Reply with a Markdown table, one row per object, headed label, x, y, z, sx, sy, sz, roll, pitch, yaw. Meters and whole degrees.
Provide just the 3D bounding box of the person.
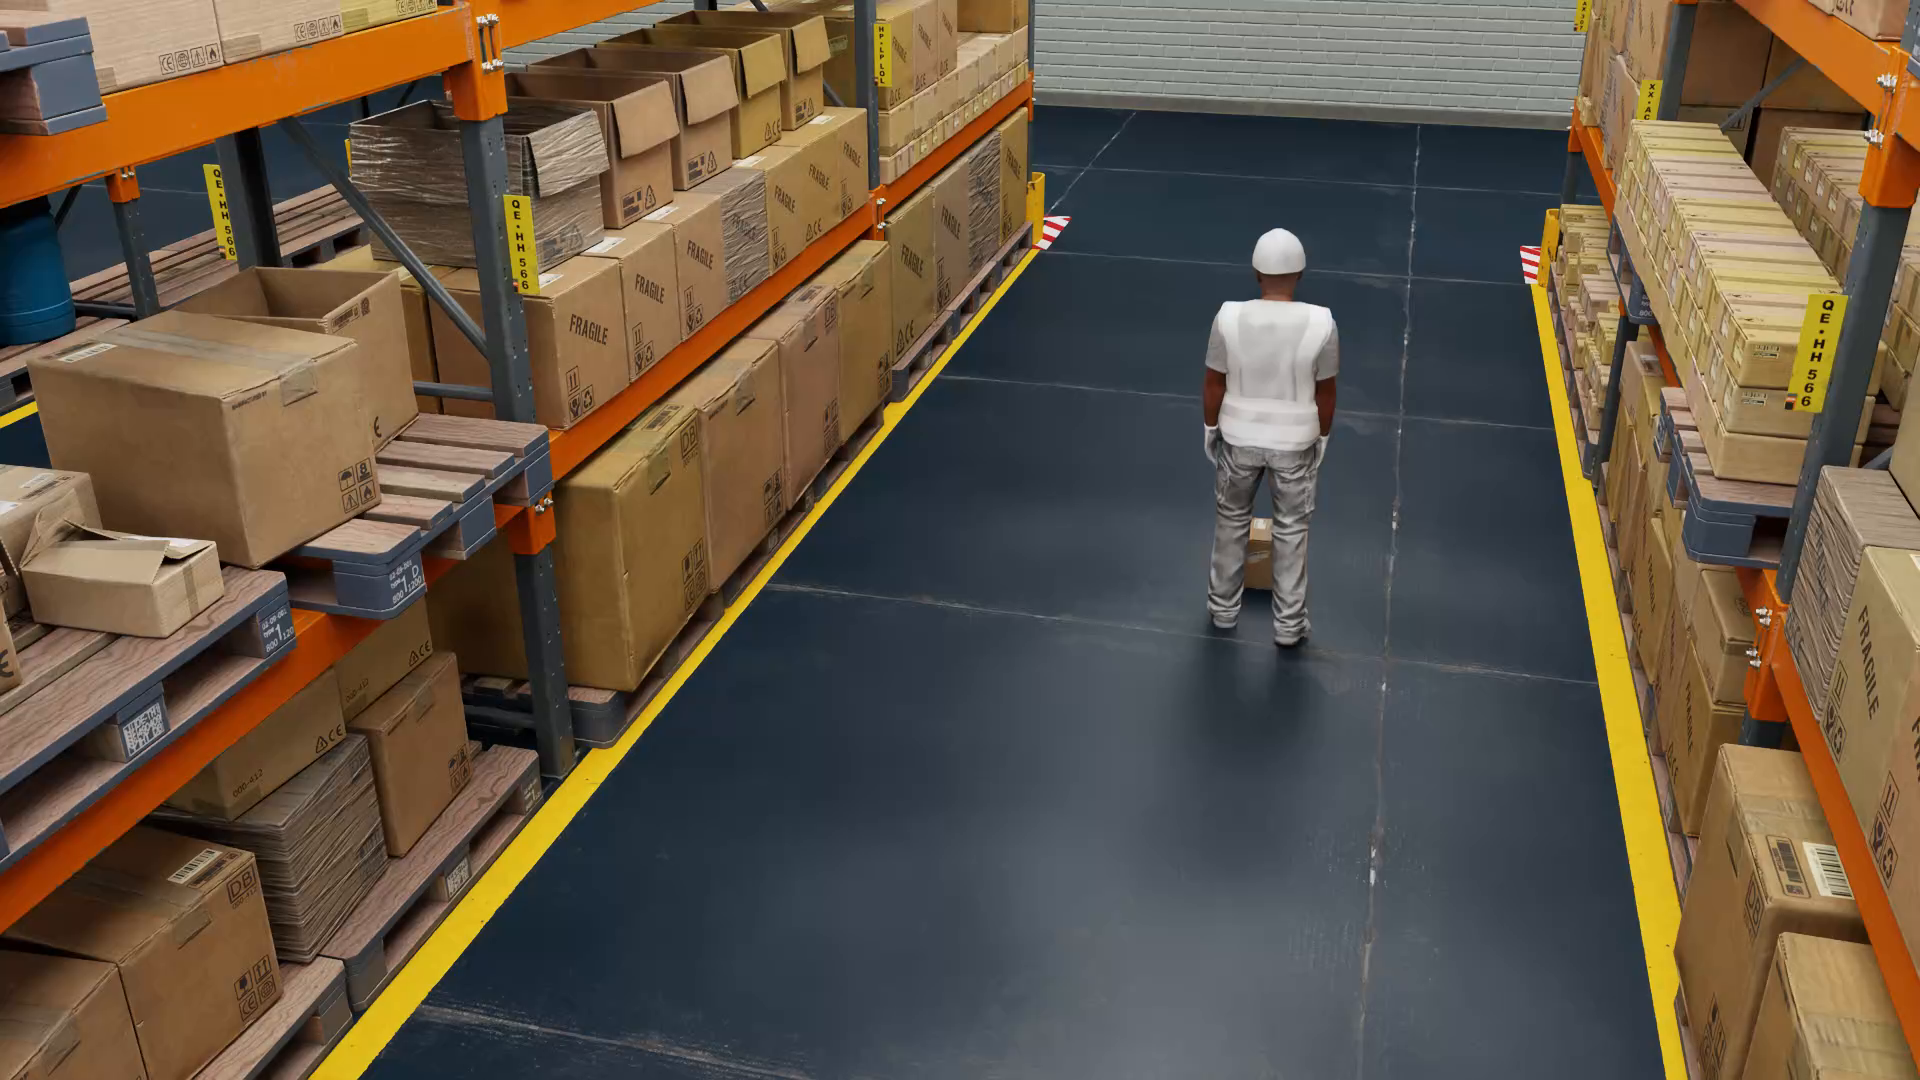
| label | x | y | z | sx | sy | sz | roll | pitch | yaw |
| --- | --- | --- | --- | --- | --- | --- | --- | --- | --- |
| person | 1.292 | -0.425 | 7.030 | 0.548 | 1.804 | 0.397 | 7 | 26 | 14 |
